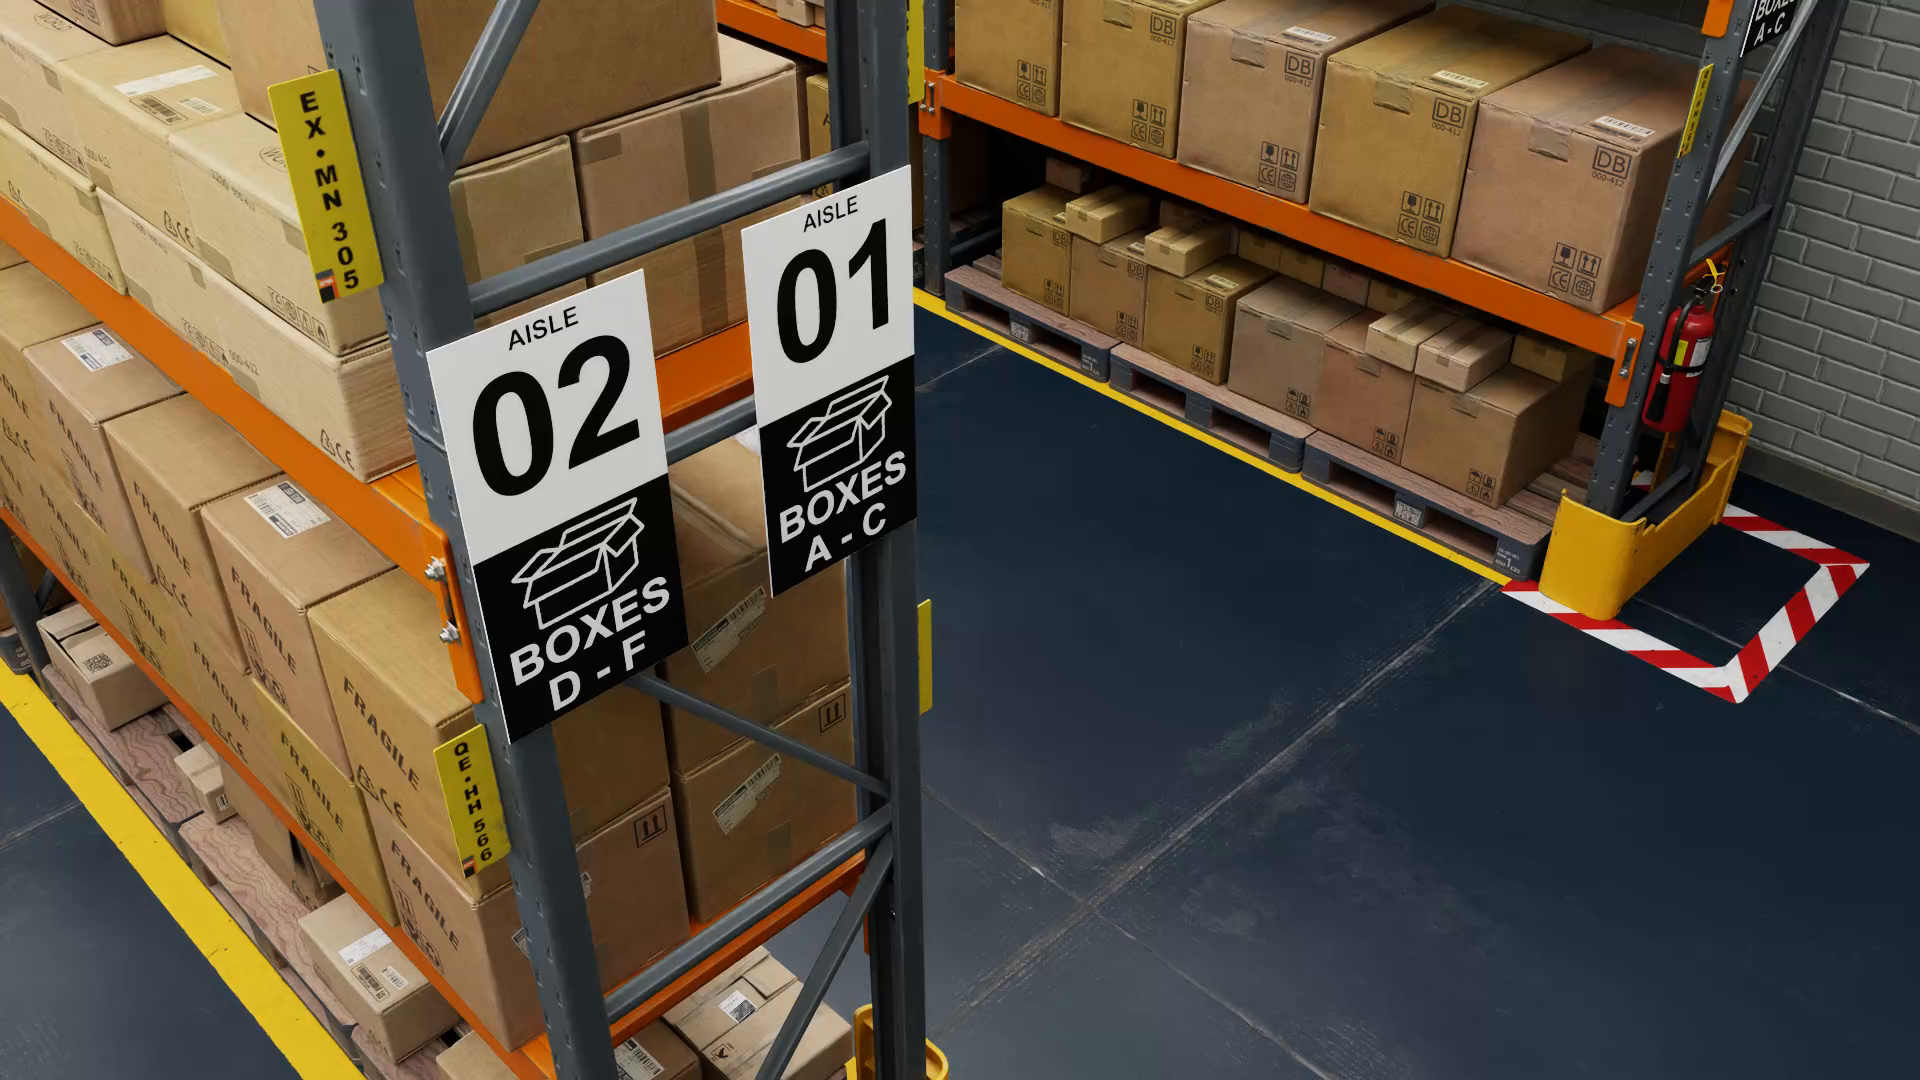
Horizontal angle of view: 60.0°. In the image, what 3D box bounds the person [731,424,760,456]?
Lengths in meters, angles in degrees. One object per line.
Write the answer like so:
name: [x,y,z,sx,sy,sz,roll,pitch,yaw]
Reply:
person: [-0.702,0.040,6.126,0.562,1.631,0.414,28,44,33]
